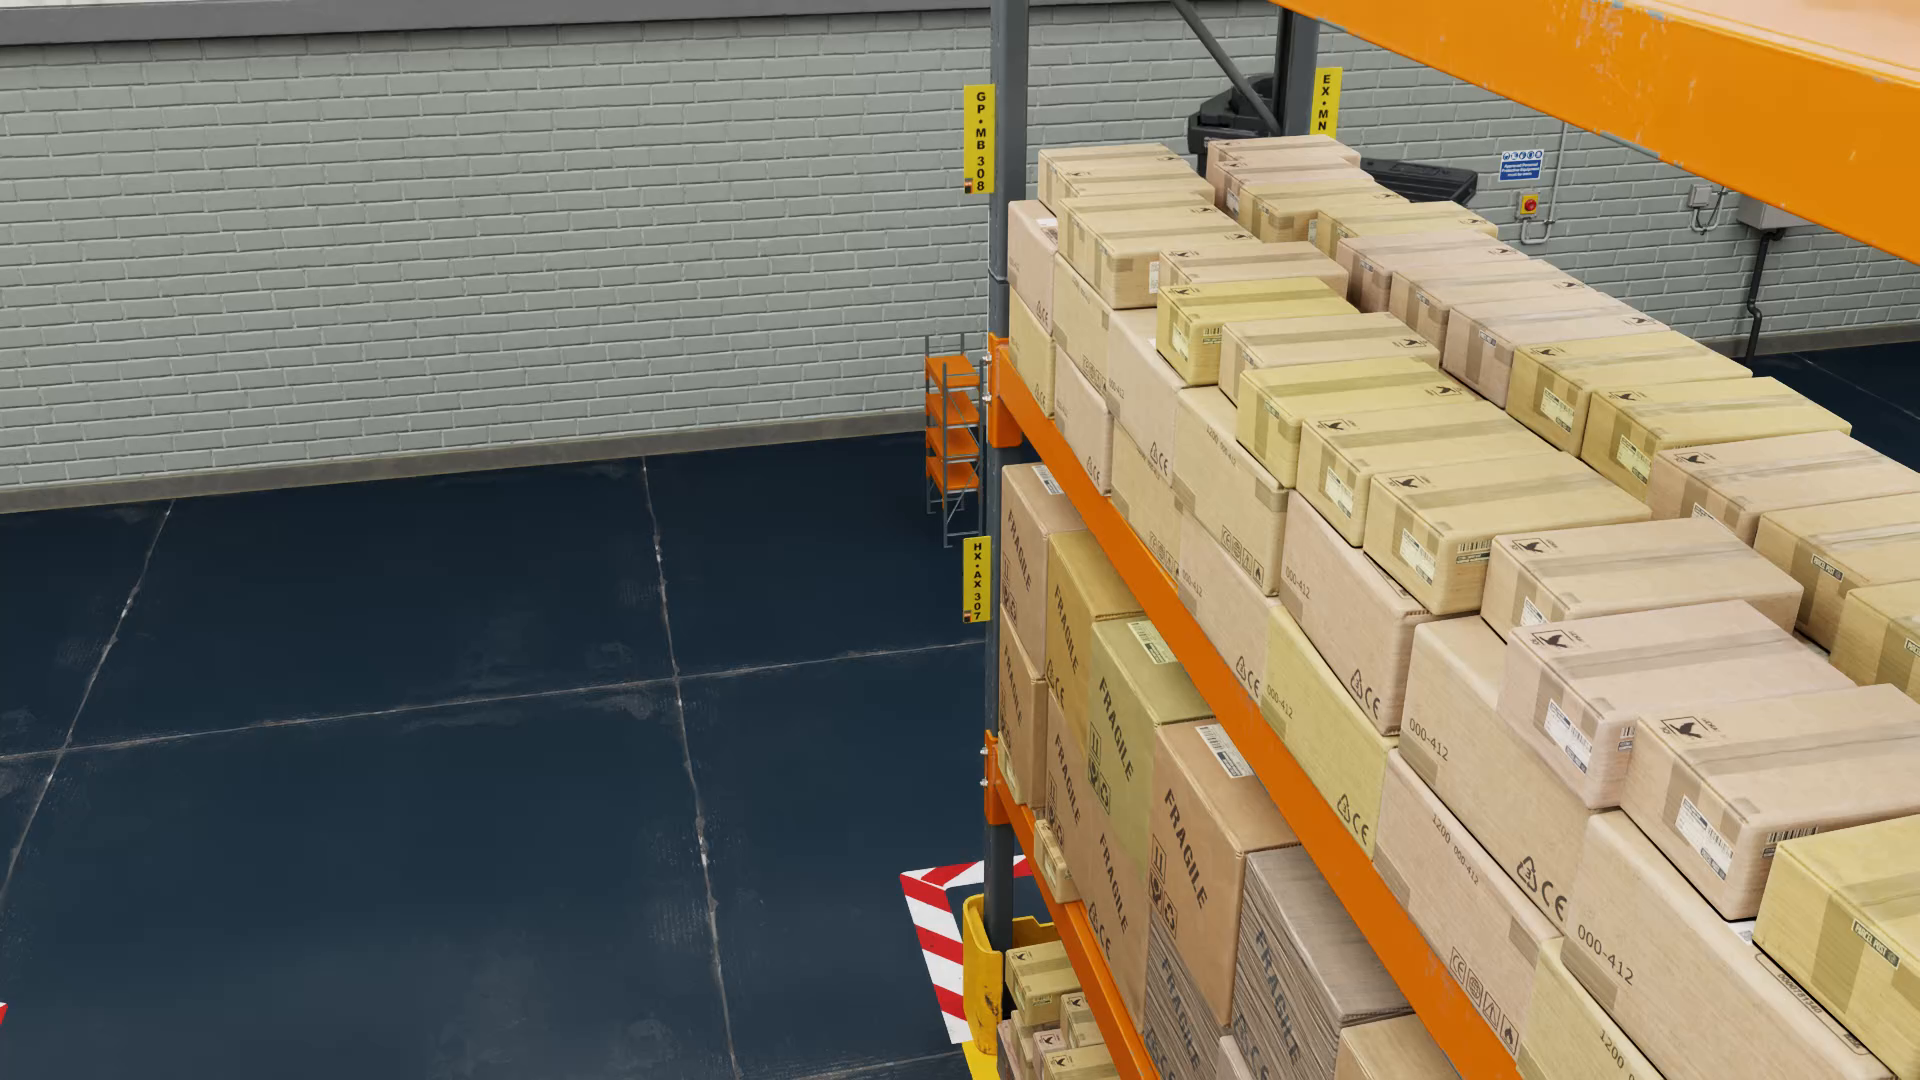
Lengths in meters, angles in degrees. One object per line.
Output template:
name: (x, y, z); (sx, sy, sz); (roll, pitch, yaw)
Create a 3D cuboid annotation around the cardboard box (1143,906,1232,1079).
cardboard box: (0.787, 1.187, 4.128); (0.500, 0.500, 0.500); (-7, 28, -13)

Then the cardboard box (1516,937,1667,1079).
cardboard box: (1.118, 0.764, 2.246); (0.500, 0.250, 0.500); (-5, 27, -10)

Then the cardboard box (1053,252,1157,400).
cardboard box: (0.555, -0.579, 4.352); (0.500, 0.250, 0.500); (-6, 27, -12)

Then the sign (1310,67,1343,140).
sign: (1.136, -1.314, 5.213); (0.100, 0.325, 0.005); (-6, 27, -12)

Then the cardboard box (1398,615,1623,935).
cardboard box: (1.034, 0.322, 2.566); (0.500, 0.250, 0.500); (-7, 28, -14)

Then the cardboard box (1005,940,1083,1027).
cardboard box: (0.377, 1.552, 5.884); (0.380, 0.149, 0.250); (-7, 28, -14)

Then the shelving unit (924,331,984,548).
shelving unit: (-0.037, -0.608, 10.124); (0.258, 1.200, 0.503); (-6, 27, -12)

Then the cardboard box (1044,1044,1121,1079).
cardboard box: (0.489, 1.784, 5.423); (0.380, 0.149, 0.250); (-6, 27, -12)

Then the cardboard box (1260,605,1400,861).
cardboard box: (0.902, 0.320, 3.124); (0.500, 0.250, 0.500); (-6, 27, -12)

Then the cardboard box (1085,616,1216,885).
cardboard box: (0.648, 0.520, 4.341); (0.500, 0.500, 0.500); (-7, 28, -13)

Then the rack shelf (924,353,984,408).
rack shelf: (-0.037, -0.959, 9.947); (0.258, 0.148, 0.480); (-6, 27, -12)

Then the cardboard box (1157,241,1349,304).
cardboard box: (0.687, -0.591, 3.932); (0.380, 0.149, 0.250); (-5, 27, -10)

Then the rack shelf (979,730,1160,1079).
rack shelf: (1.041, 1.667, 4.417); (1.077, 0.370, 4.000); (-6, 27, -12)

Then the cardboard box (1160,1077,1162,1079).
cardboard box: (0.745, 1.435, 4.357); (0.380, 0.149, 0.250); (-5, 27, -10)

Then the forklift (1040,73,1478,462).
forklift: (1.970, -0.830, 8.642); (3.031, 2.935, 1.130); (14, 30, 25)

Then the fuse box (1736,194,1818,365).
fuse box: (6.176, -2.126, 12.564); (0.539, 1.711, 0.414); (-6, 27, -12)

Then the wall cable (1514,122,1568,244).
wall cable: (4.097, -3.020, 11.742); (0.585, 1.953, 0.123); (-6, 27, -12)

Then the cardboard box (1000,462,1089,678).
cardboard box: (0.433, 0.068, 5.236); (0.500, 0.500, 0.500); (-6, 27, -12)

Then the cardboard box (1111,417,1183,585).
cardboard box: (0.686, -0.125, 4.006); (0.500, 0.250, 0.500); (-7, 28, -13)

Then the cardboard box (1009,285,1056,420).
cardboard box: (0.442, -0.581, 4.910); (0.500, 0.250, 0.500); (-5, 27, -10)

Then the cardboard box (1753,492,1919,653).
cardboard box: (1.507, 0.052, 2.658); (0.380, 0.149, 0.250); (-7, 28, -13)

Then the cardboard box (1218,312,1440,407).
cardboard box: (0.763, -0.355, 3.465); (0.380, 0.149, 0.250); (-5, 27, -10)

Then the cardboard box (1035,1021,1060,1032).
cardboard box: (0.458, 1.676, 5.968); (0.380, 0.149, 0.250); (-5, 27, -9)

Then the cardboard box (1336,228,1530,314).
cardboard box: (1.134, -0.636, 4.022); (0.380, 0.149, 0.250); (-7, 28, -13)

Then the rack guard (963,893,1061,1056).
rack guard: (0.607, 1.617, 6.491); (1.175, 0.500, 0.348); (-6, 27, -12)

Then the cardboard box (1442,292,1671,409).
cardboard box: (1.277, -0.412, 3.577); (0.380, 0.149, 0.250); (-7, 28, -13)

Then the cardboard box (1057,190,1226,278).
cardboard box: (0.471, -0.800, 4.346); (0.380, 0.149, 0.250); (-6, 27, -12)

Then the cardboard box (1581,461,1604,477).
cardboard box: (1.409, 0.051, 3.102); (0.500, 0.250, 0.500); (-5, 27, -11)

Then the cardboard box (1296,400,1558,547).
cardboard box: (0.838, -0.124, 3.007); (0.380, 0.149, 0.250); (-6, 27, -12)

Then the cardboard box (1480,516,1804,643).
cardboard box: (1.045, 0.096, 2.572); (0.380, 0.149, 0.250); (-5, 27, -10)

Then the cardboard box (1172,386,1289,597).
cardboard box: (0.772, -0.134, 3.470); (0.500, 0.250, 0.500); (-7, 28, -14)

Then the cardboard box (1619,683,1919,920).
cardboard box: (1.085, 0.326, 2.116); (0.380, 0.149, 0.250); (-5, 27, -10)

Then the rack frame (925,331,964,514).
rack frame: (-0.092, -0.715, 10.336); (0.240, 1.200, 0.015); (-6, 27, -12)

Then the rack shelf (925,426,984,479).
rack shelf: (-0.037, -0.548, 10.154); (0.258, 0.148, 0.480); (-6, 27, -12)

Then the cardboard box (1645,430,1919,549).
cardboard box: (1.429, -0.059, 2.879); (0.380, 0.149, 0.250); (-7, 28, -13)

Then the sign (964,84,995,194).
sign: (0.062, -1.206, 5.012); (0.100, 0.325, 0.005); (-6, 27, -12)

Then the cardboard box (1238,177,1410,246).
cardboard box: (0.970, -0.859, 4.462); (0.380, 0.149, 0.250); (-7, 28, -13)

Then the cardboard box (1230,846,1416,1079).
cardboard box: (0.899, 0.969, 3.451); (0.500, 0.500, 0.500); (-5, 27, -10)

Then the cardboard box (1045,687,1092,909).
cardboard box: (0.568, 0.748, 4.998); (0.500, 0.500, 0.500); (-6, 27, -11)

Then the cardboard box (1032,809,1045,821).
cardboard box: (0.442, 0.863, 5.490); (0.380, 0.149, 0.250); (-5, 27, -10)

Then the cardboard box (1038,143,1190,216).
cardboard box: (0.441, -1.040, 4.822); (0.380, 0.149, 0.250); (-6, 27, -12)

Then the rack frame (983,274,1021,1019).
rack frame: (0.590, 0.468, 5.994); (1.000, 3.000, 0.127); (-6, 27, -12)

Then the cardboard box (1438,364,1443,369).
cardboard box: (1.171, -0.402, 3.999); (0.500, 0.250, 0.500); (-6, 27, -11)

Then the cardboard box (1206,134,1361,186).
cardboard box: (0.952, -1.089, 4.920); (0.380, 0.149, 0.250); (-6, 27, -12)
